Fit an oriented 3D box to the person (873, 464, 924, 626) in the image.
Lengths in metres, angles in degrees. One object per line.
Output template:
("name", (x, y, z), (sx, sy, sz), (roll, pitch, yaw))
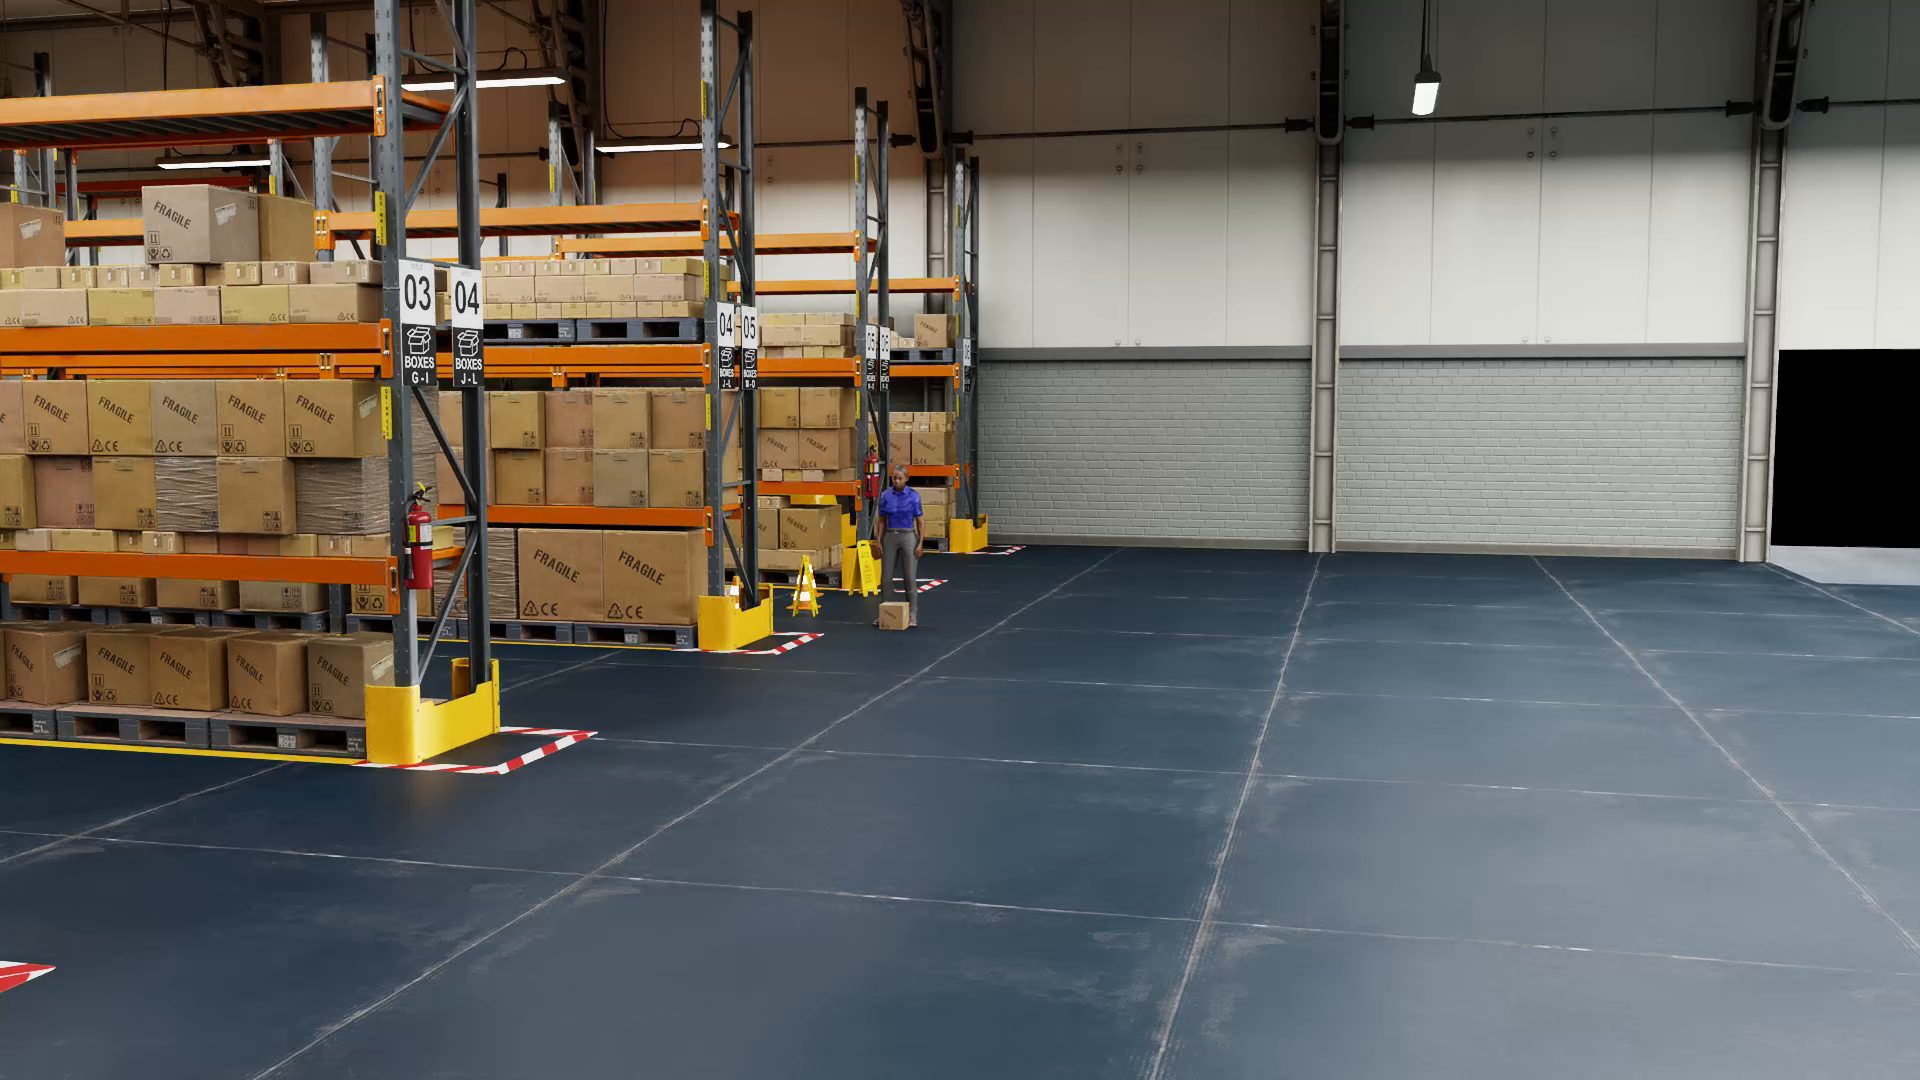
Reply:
("person", (-0.623, 0.063, 17.010), (0.512, 1.627, 0.352), (1, 5, 13))
